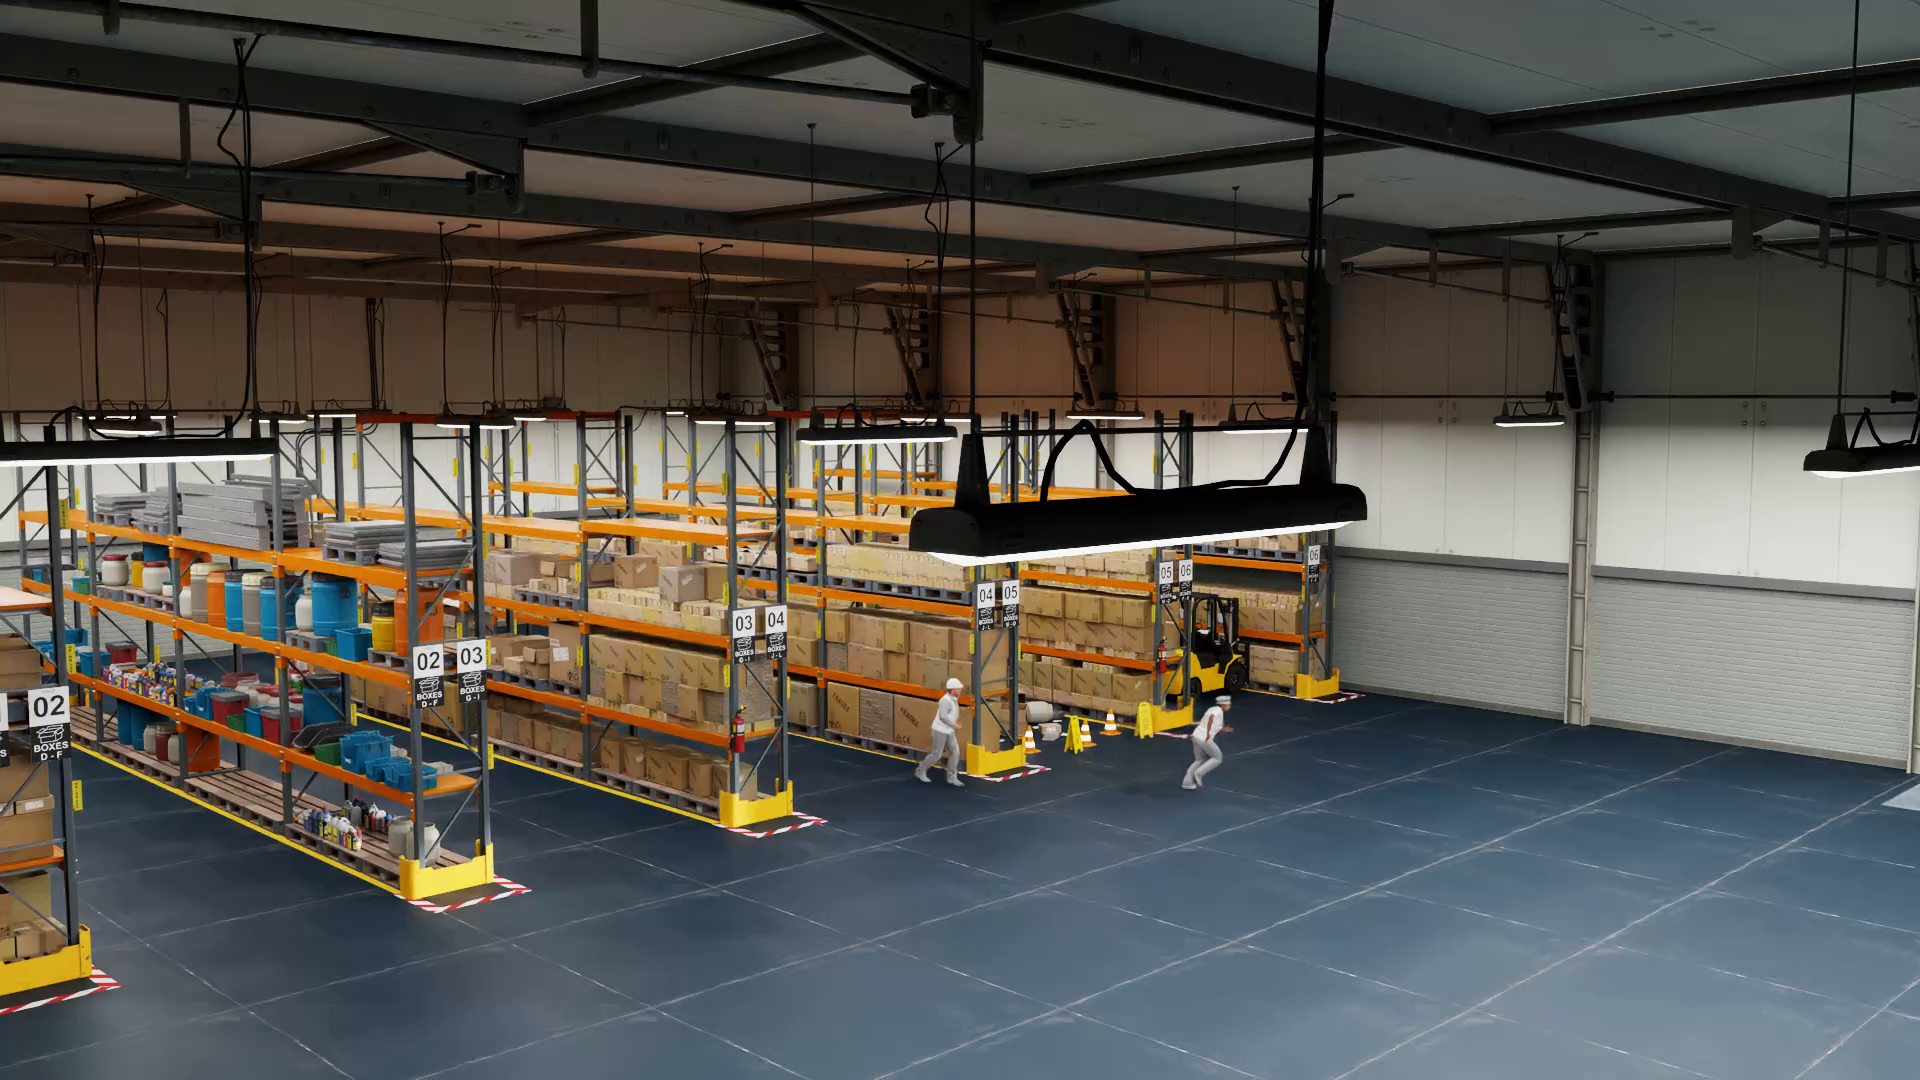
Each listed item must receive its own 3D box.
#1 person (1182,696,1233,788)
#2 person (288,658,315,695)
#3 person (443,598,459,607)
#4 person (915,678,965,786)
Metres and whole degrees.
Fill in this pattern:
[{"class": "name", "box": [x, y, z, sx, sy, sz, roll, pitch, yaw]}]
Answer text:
[{"class": "person", "box": [4.010, 3.266, 26.726, 0.870, 1.485, 0.605, -1, 5, -12]}, {"class": "person", "box": [-12.739, 2.687, 32.082, 0.659, 1.729, 0.643, -5, 7, -44]}, {"class": "person", "box": [-12.181, 1.983, 40.003, 0.684, 1.788, 0.718, -1, 5, -16]}, {"class": "person", "box": [-0.313, 3.123, 27.078, 0.812, 1.777, 0.646, 2, 5, 20]}]
